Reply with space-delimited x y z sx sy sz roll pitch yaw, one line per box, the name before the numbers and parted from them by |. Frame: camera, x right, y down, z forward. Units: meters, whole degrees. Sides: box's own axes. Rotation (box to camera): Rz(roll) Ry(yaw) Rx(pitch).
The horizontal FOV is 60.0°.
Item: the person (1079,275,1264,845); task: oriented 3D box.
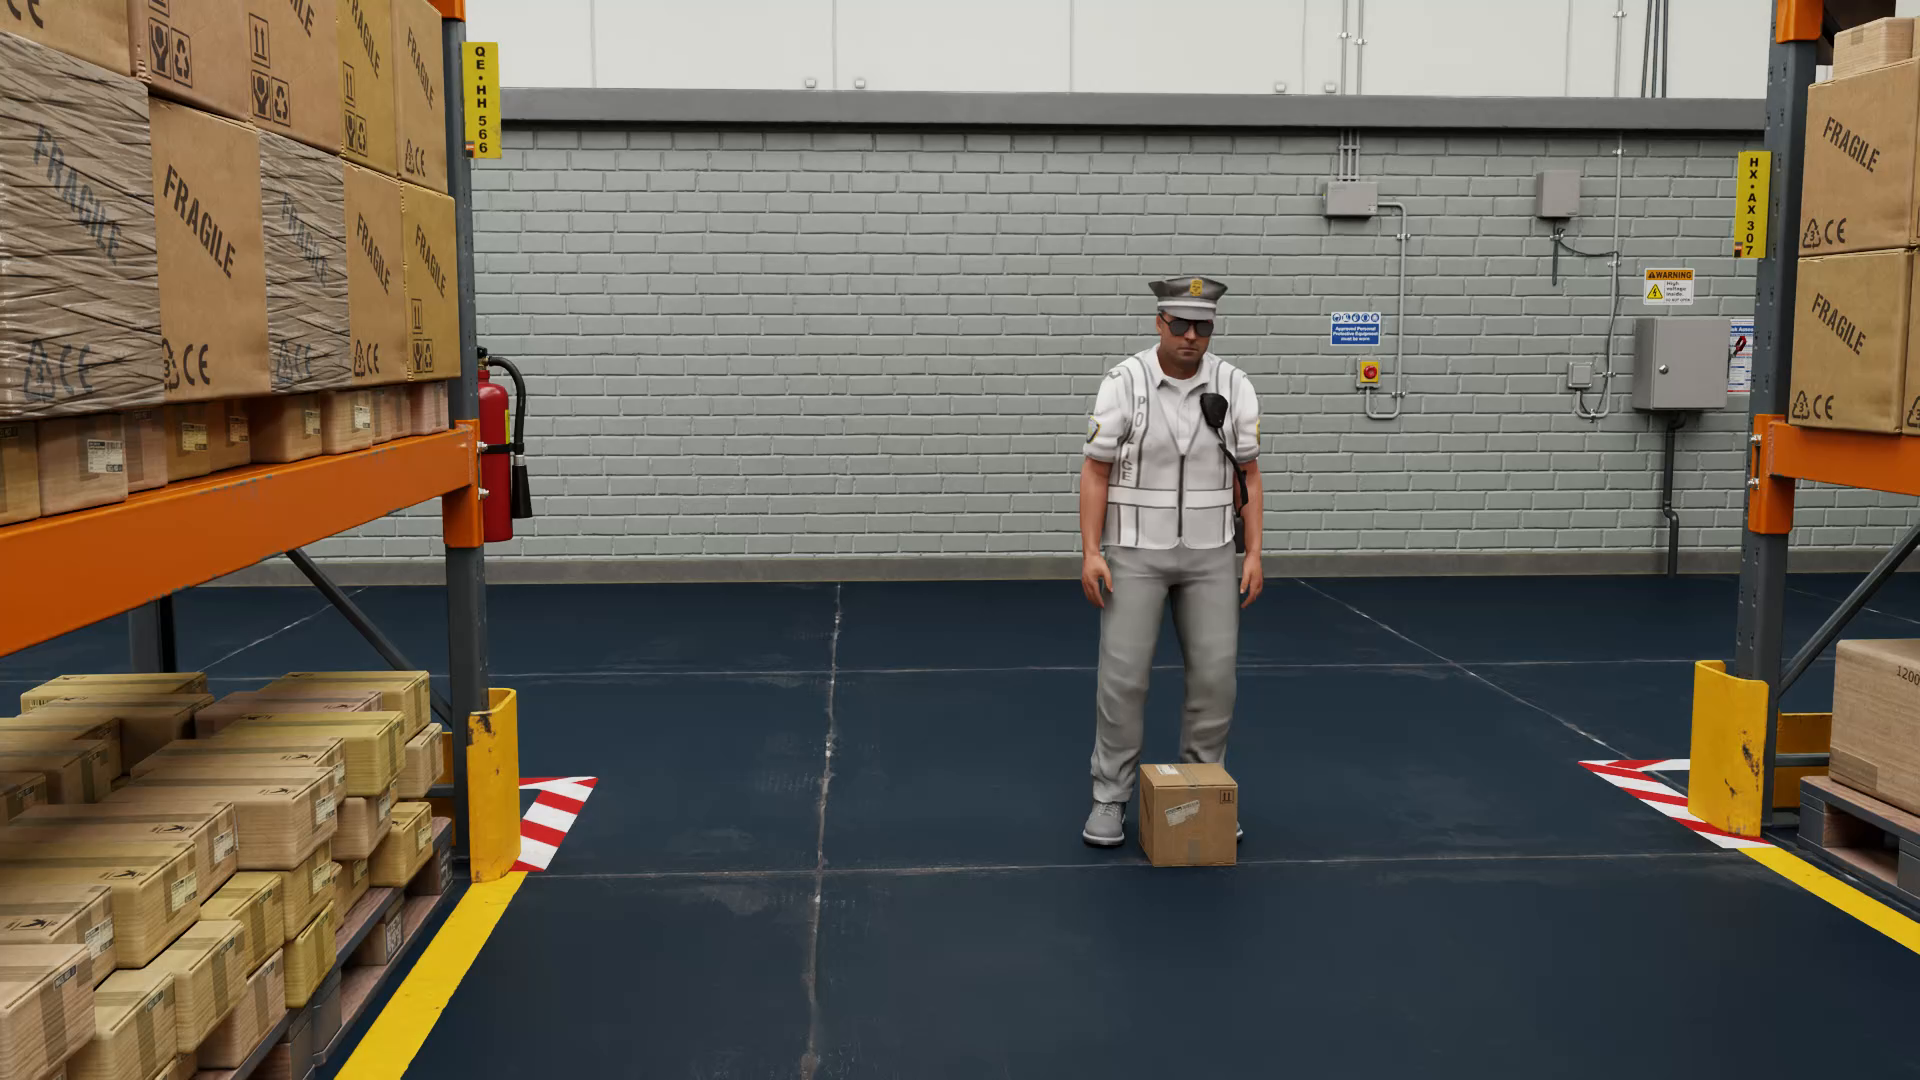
person | 0.665 0.056 5.236 0.585 1.748 0.432 0 7 -4
